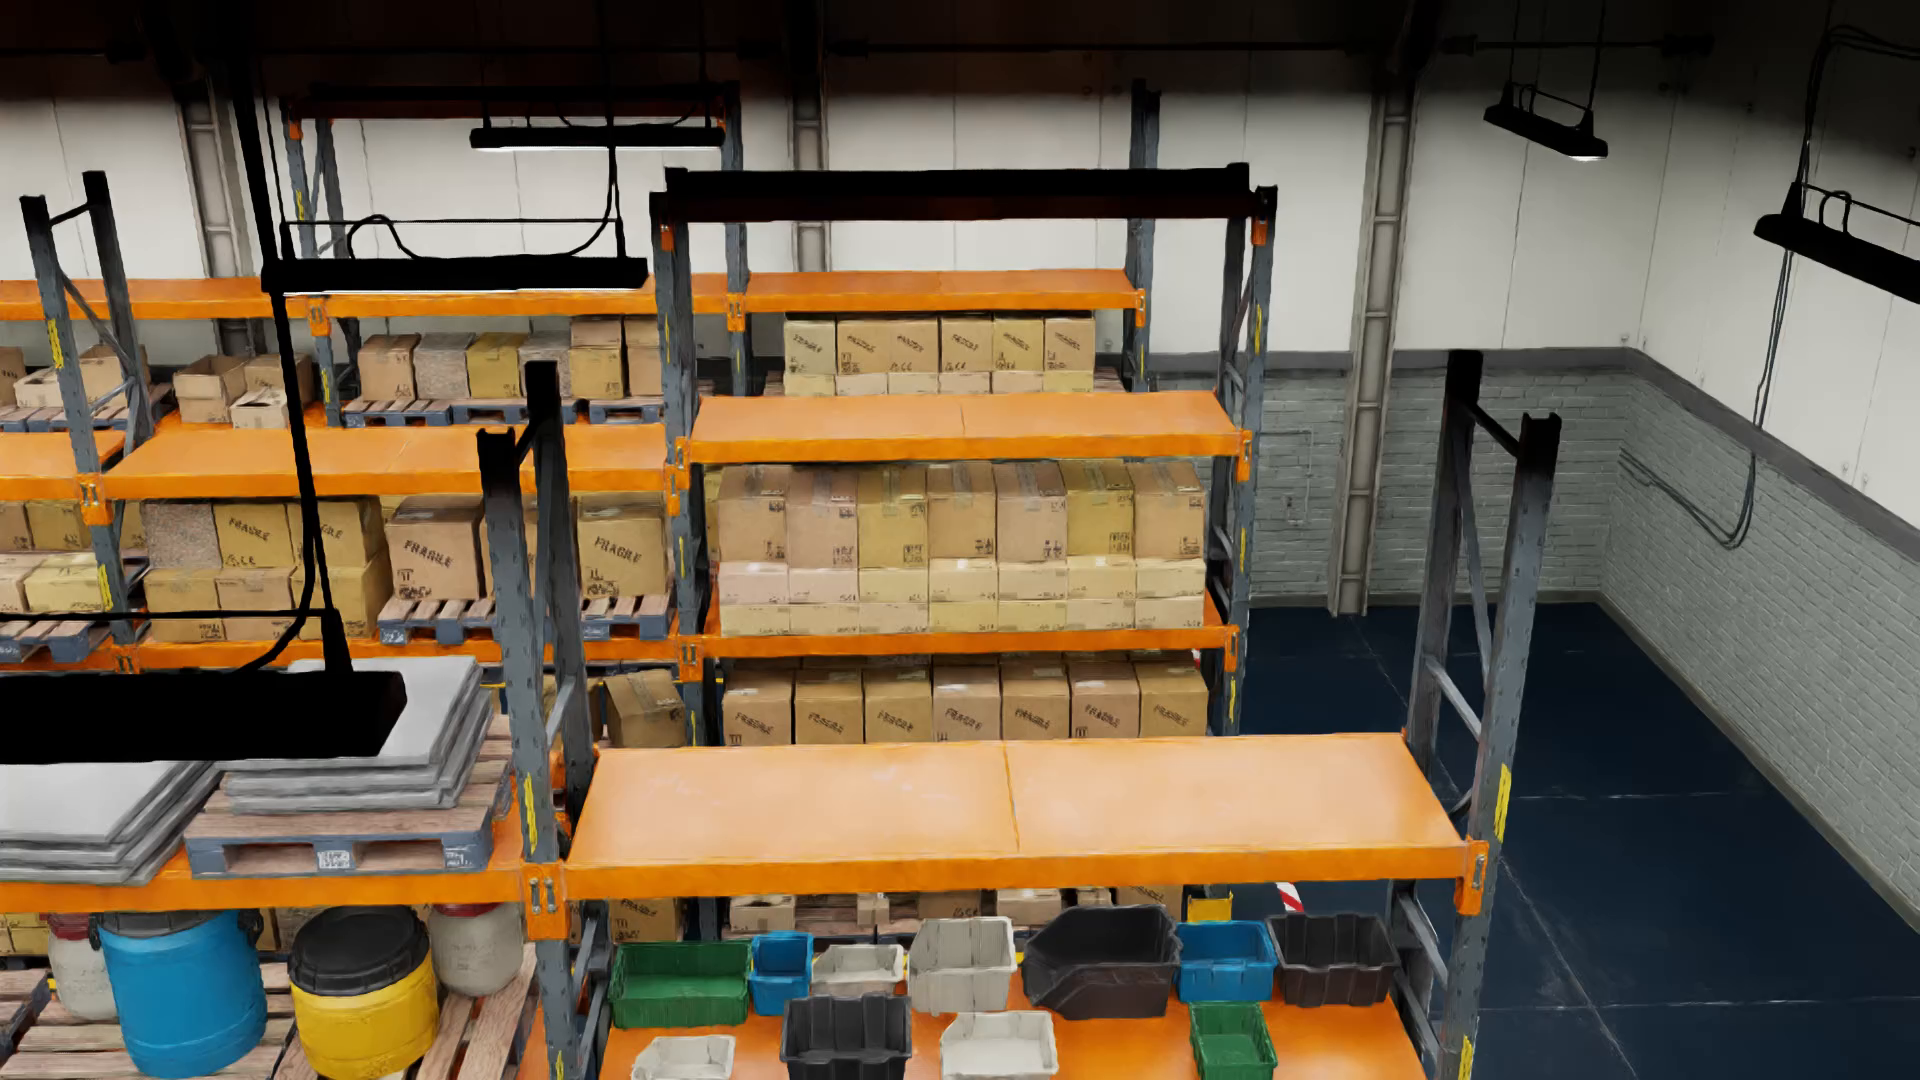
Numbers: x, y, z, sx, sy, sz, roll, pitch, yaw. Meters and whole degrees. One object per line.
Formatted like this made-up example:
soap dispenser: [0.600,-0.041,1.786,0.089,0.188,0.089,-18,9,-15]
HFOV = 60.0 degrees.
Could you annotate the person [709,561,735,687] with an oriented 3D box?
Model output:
person: [-2.393,1.013,16.314,0.654,1.730,0.407,-7,23,-16]
